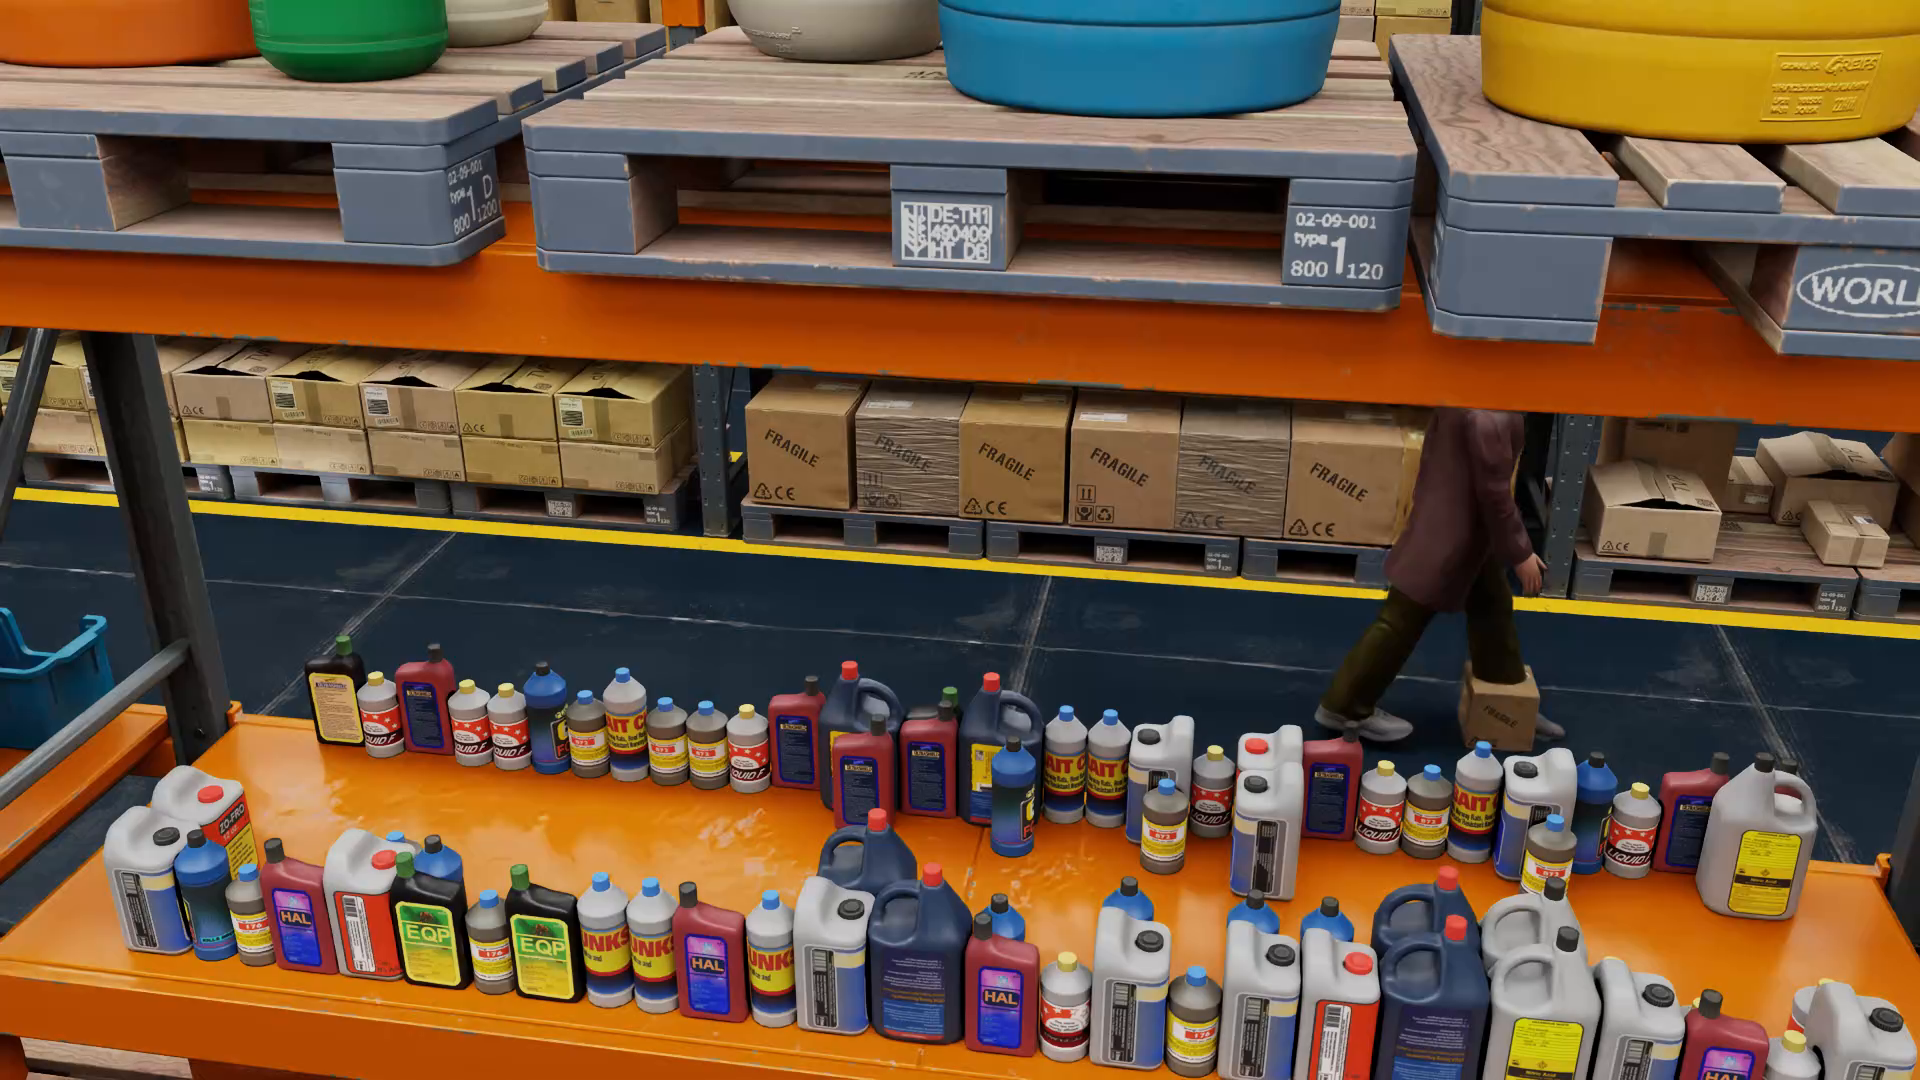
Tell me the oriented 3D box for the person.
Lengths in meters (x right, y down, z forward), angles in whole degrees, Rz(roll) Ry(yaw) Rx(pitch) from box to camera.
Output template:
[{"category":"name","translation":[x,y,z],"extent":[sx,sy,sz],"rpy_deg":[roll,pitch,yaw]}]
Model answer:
[{"category":"person","translation":[1.887,-0.011,6.178],"extent":[0.984,1.786,0.604],"rpy_deg":[5,25,10]}]
